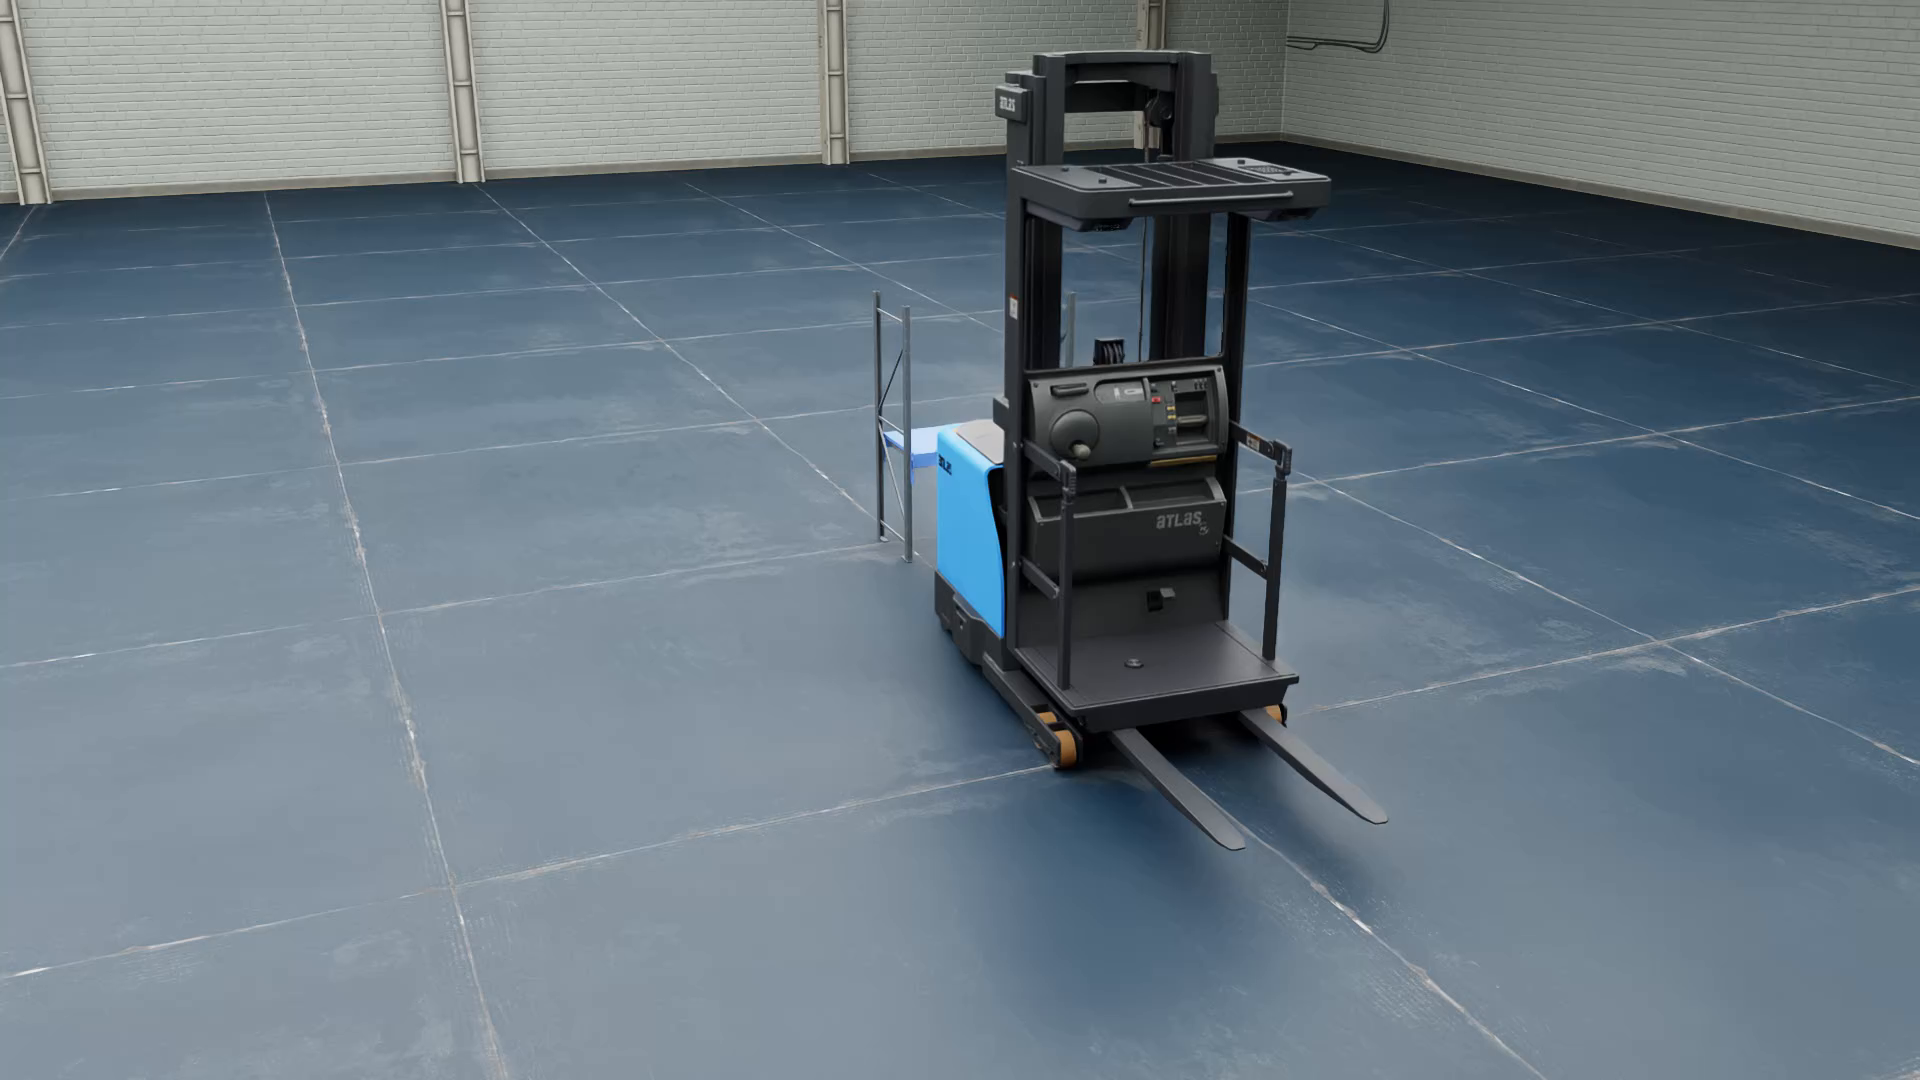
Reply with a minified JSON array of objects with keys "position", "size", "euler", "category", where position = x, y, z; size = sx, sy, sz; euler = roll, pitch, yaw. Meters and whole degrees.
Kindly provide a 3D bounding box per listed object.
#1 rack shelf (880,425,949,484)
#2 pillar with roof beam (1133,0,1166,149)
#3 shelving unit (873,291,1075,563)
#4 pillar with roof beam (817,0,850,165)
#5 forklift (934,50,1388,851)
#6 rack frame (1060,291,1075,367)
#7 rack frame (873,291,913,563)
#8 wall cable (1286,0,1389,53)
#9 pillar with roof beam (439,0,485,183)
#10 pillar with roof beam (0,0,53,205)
[{"position":[0.078,-0.549,9.865],"size":[1.000,0.185,0.538],"euler":[-8,21,-22],"category":"rack shelf"},{"position":[5.112,-10.093,25.138],"size":[0.400,9.000,9.100],"euler":[-8,21,-22],"category":"pillar with roof beam"},{"position":[0.078,-0.719,9.805],"size":[1.048,1.500,0.538],"euler":[-8,21,-22],"category":"shelving unit"},{"position":[-0.397,-9.304,22.896],"size":[0.400,9.000,9.100],"euler":[-8,21,-22],"category":"pillar with roof beam"},{"position":[0.825,-0.544,7.154],"size":[1.130,2.935,3.031],"euler":[-6,20,-18],"category":"forklift"},{"position":[0.545,-0.786,9.995],"size":[0.032,1.500,0.500],"euler":[-8,21,-22],"category":"rack frame"},{"position":[-0.388,-0.652,9.615],"size":[0.032,1.500,0.500],"euler":[-8,21,-22],"category":"rack frame"},{"position":[6.636,-9.926,29.337],"size":[0.112,2.526,3.097],"euler":[-8,21,-22],"category":"wall cable"},{"position":[-5.906,-8.514,20.654],"size":[0.400,9.000,9.100],"euler":[-8,21,-22],"category":"pillar with roof beam"},{"position":[-11.416,-7.725,18.413],"size":[0.400,9.000,9.100],"euler":[-8,21,-22],"category":"pillar with roof beam"}]
